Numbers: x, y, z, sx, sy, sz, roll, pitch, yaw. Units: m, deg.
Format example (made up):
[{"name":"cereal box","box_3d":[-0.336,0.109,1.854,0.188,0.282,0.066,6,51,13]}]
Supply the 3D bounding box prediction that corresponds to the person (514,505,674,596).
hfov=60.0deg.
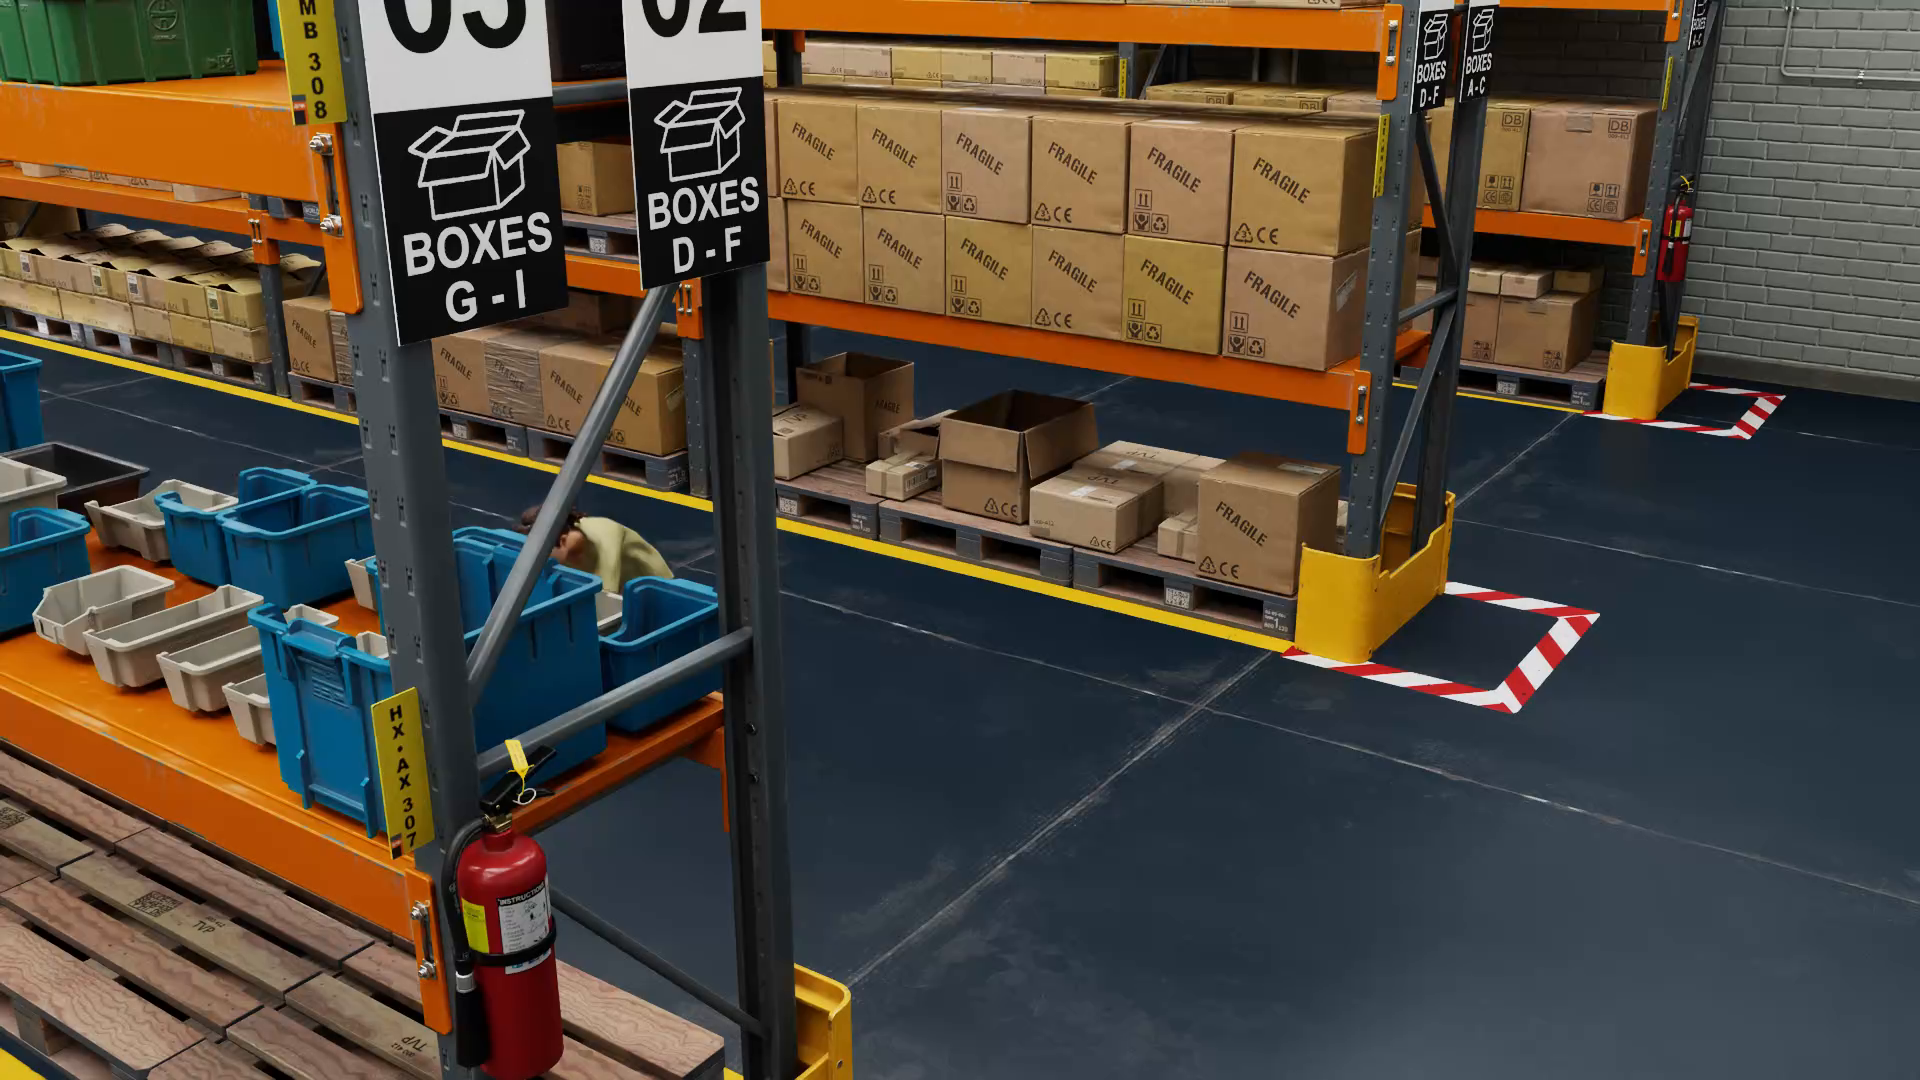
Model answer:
[{"name":"person","box_3d":[-1.483,0.273,6.778,0.495,1.028,0.764,13,24,32]}]
